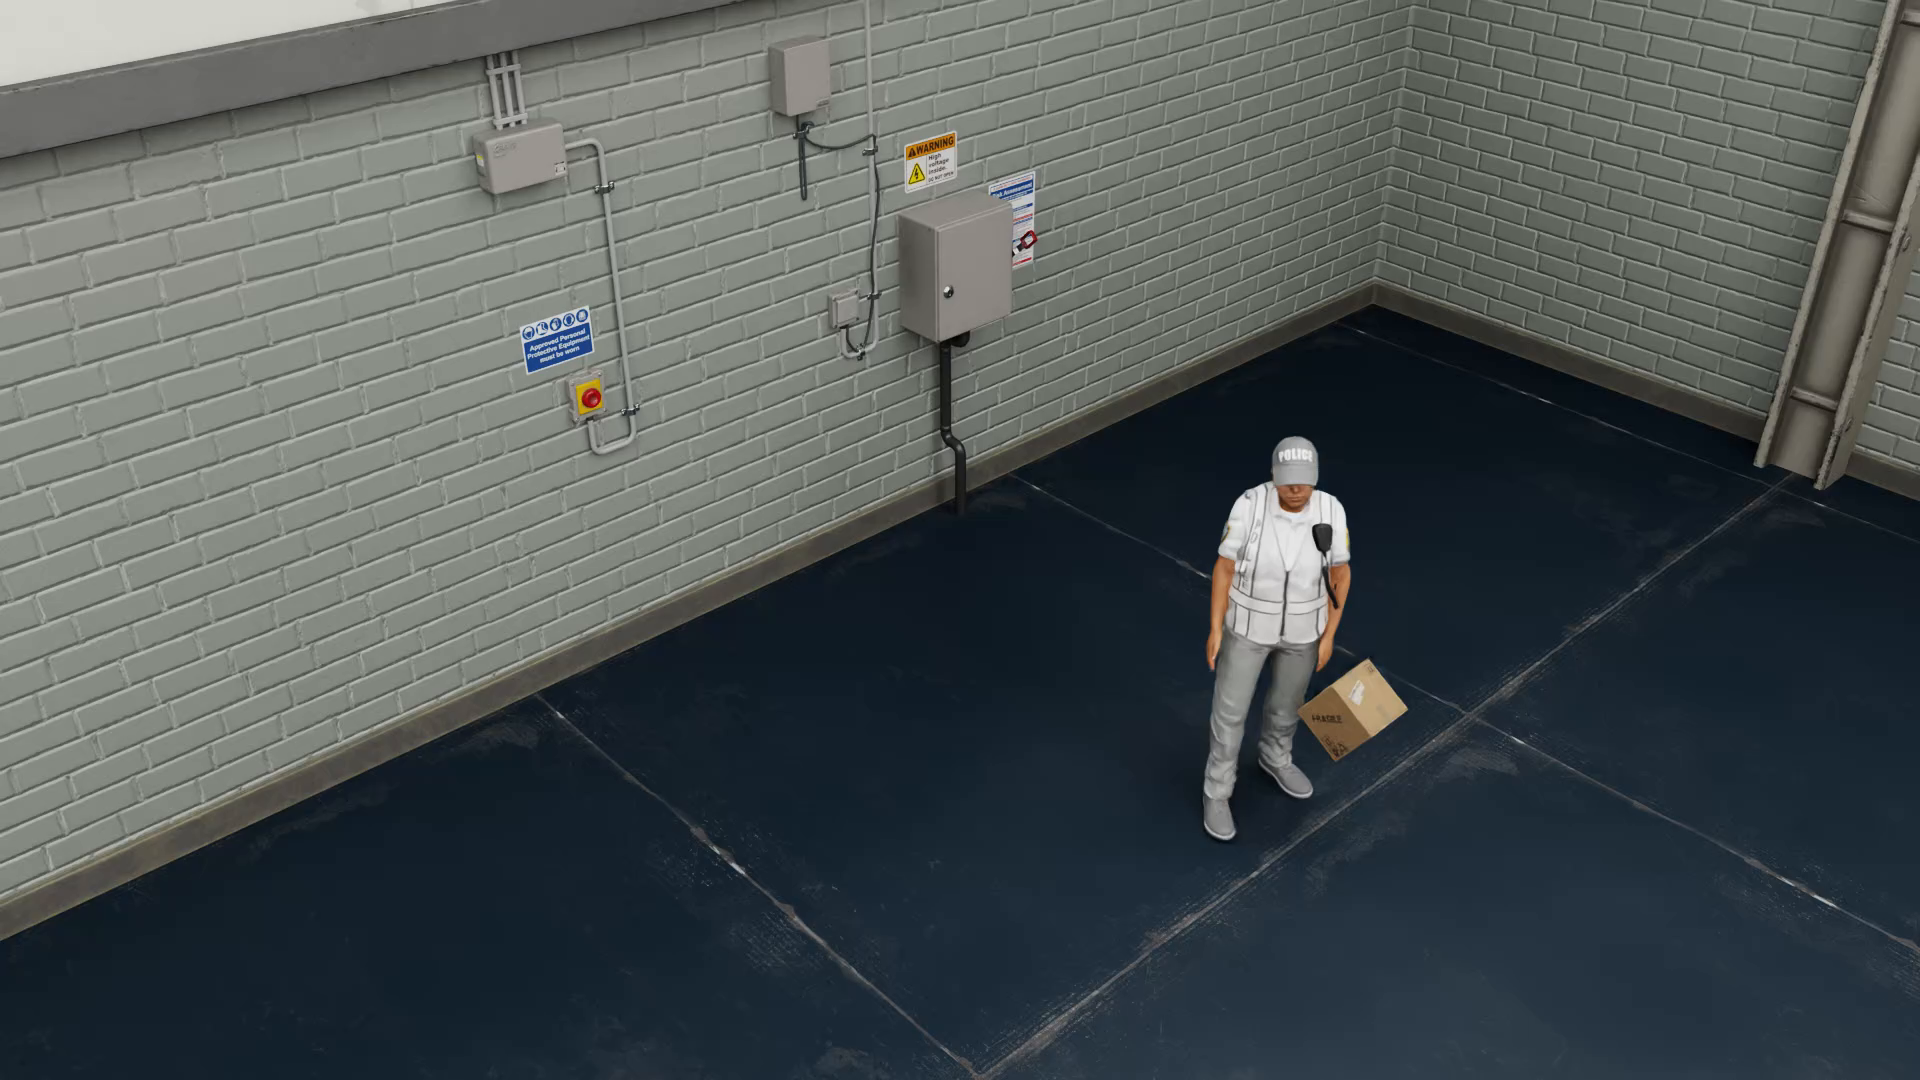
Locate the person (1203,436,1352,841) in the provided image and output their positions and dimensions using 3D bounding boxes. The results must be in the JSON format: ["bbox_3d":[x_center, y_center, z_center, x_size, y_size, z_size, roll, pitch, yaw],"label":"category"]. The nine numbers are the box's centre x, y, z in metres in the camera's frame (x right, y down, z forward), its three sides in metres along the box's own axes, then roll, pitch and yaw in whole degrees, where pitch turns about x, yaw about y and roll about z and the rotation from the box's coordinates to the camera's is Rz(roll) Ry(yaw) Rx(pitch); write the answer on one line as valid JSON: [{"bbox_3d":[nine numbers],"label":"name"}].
[{"bbox_3d":[1.234,0.380,6.499,0.559,1.664,0.540,0,32,0],"label":"person"}]
